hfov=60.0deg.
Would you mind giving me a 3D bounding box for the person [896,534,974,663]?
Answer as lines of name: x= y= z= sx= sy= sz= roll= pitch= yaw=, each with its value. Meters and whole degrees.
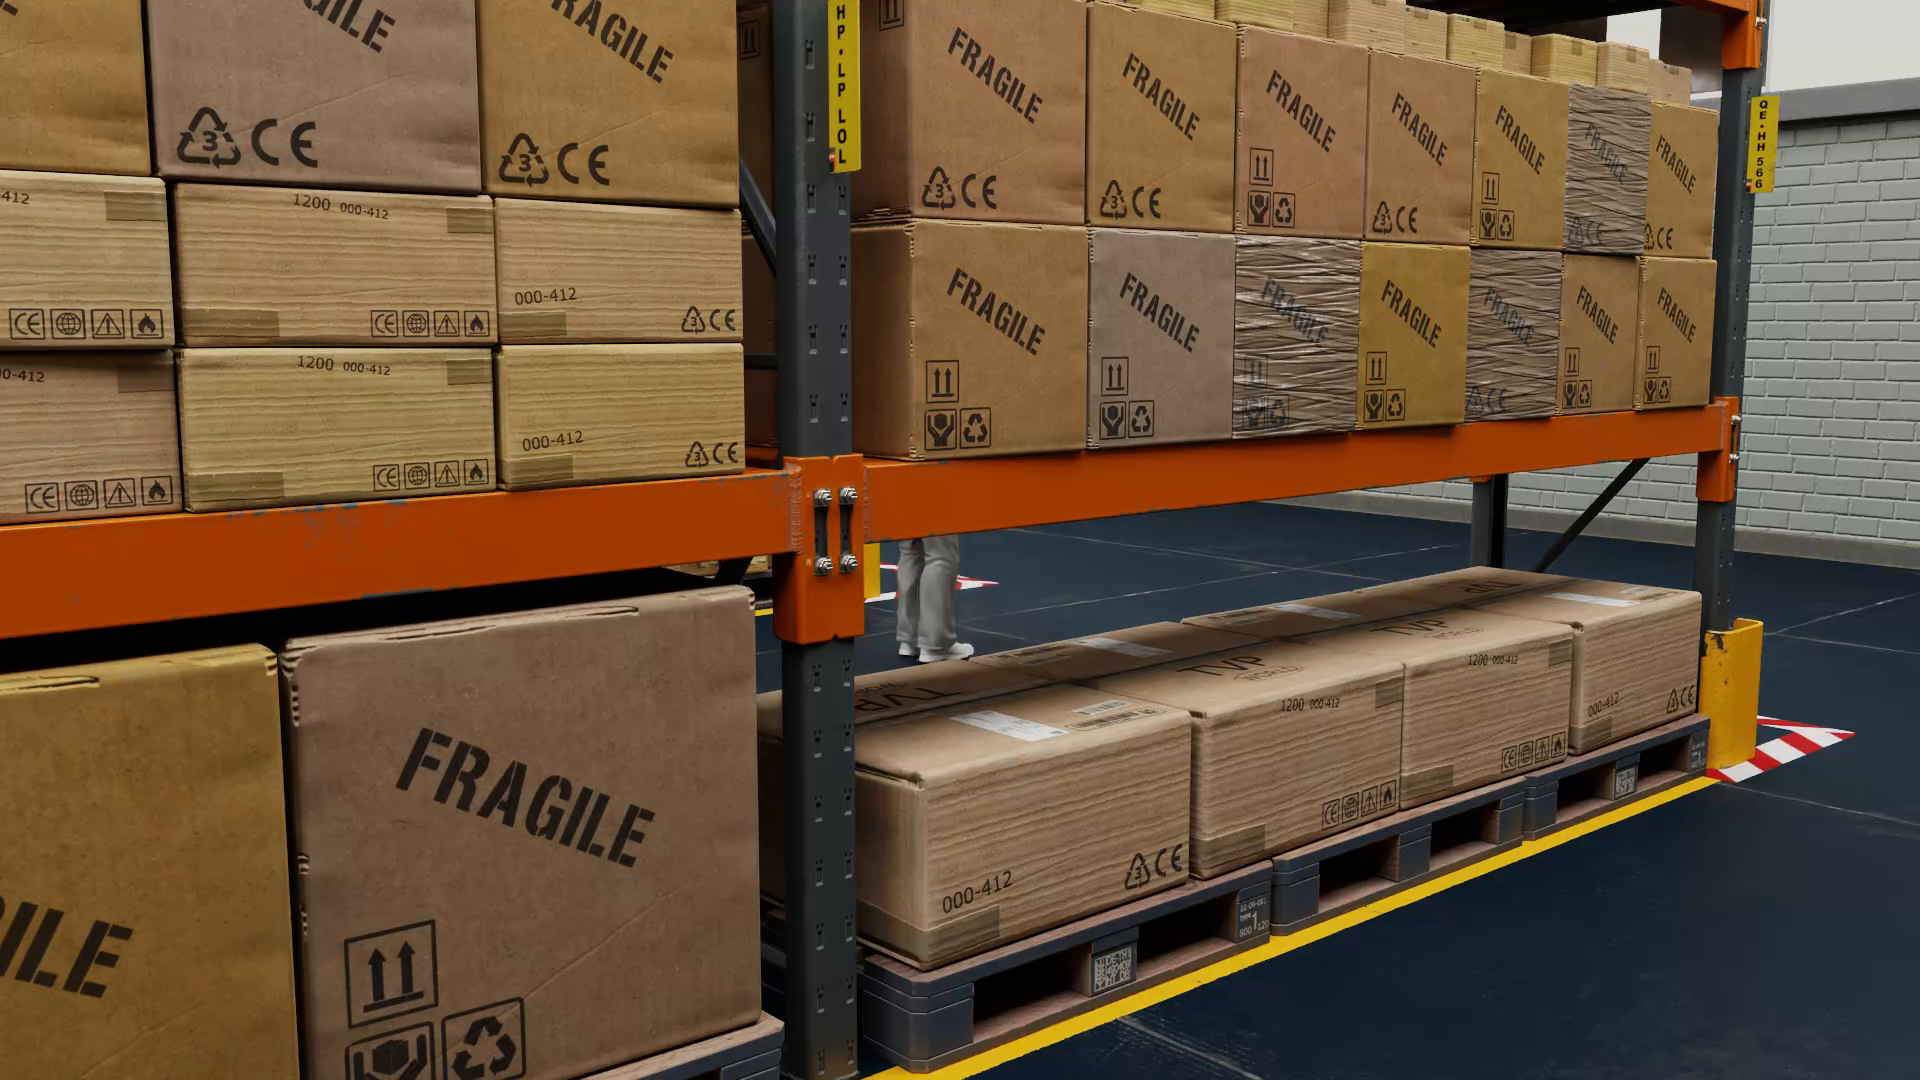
person: x=-0.145 y=-0.274 z=7.880 sx=0.547 sy=1.671 sz=0.444 roll=-7 pitch=10 yaw=-41
